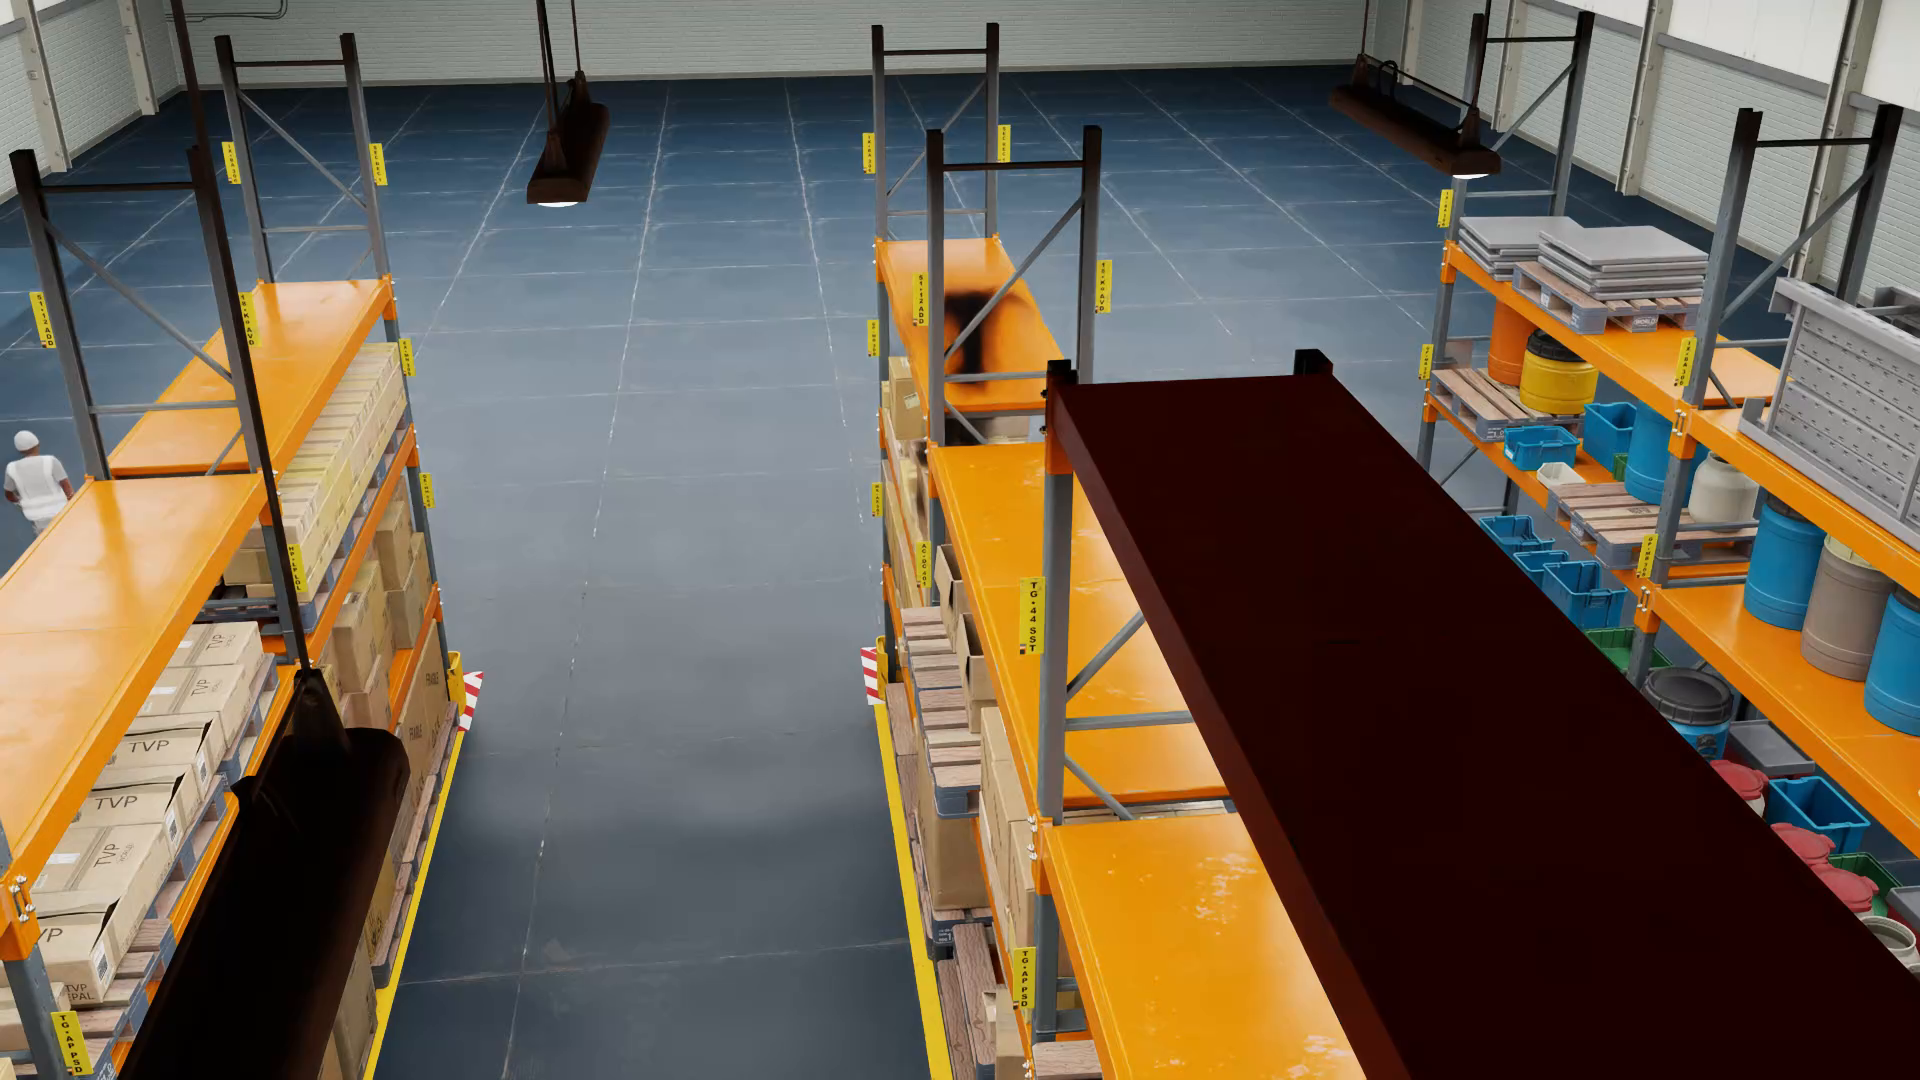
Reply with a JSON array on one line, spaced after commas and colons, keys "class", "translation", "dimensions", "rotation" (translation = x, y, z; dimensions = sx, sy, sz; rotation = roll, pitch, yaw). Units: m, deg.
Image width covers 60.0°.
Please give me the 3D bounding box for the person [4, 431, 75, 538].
[{"class": "person", "translation": [-9.372, -0.284, 17.080], "dimensions": [0.680, 1.730, 0.817], "rotation": [-12, 28, -23]}]
